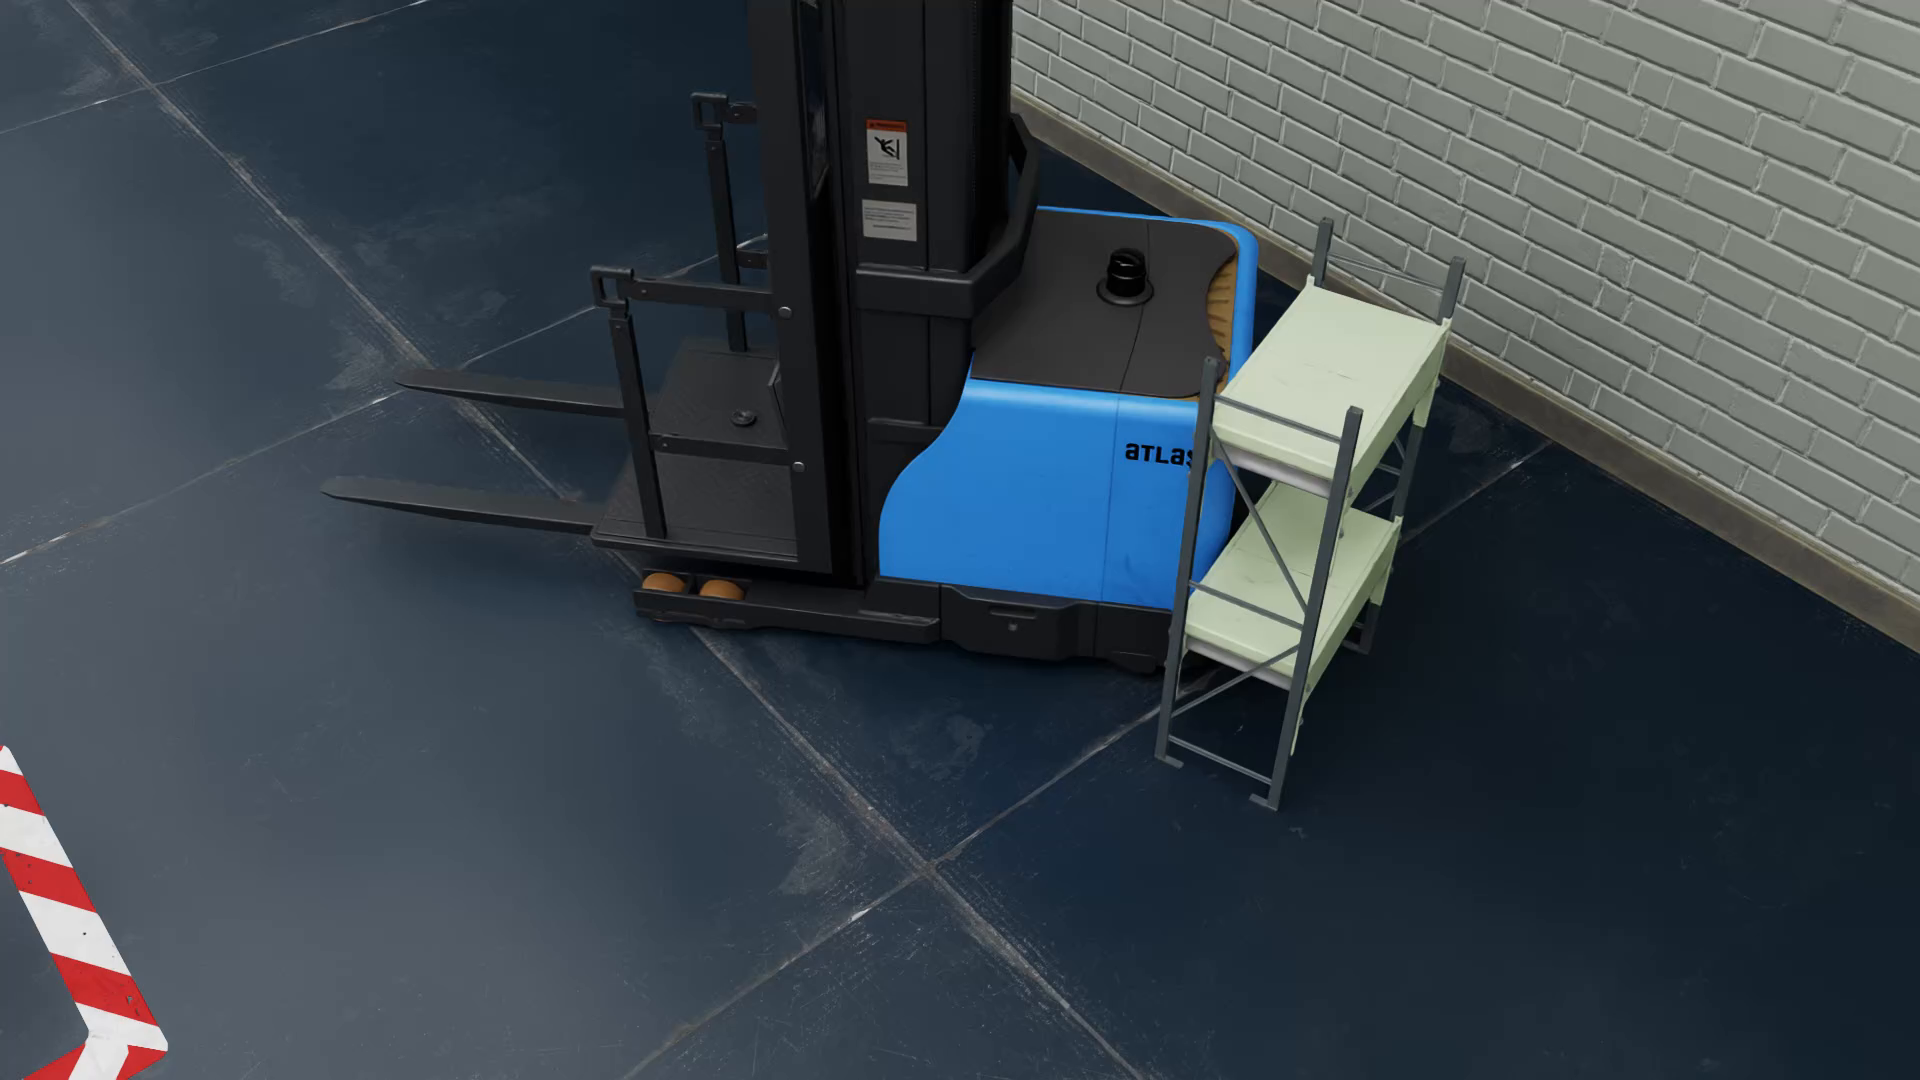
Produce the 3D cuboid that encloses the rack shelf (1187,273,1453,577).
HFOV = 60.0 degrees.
[{"bbox_3d":[0.956,-0.321,4.427,0.431,0.370,0.720,22,48,22],"label":"rack shelf"}]

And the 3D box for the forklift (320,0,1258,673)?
[{"bbox_3d":[-0.612,-1.127,4.809,3.031,2.935,1.130,7,44,7],"label":"forklift"}]

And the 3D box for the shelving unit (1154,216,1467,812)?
[{"bbox_3d":[0.956,-0.037,4.694,0.431,1.500,0.755,22,48,22],"label":"shelving unit"}]

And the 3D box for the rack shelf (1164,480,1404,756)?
[{"bbox_3d":[0.956,0.201,4.917,0.431,0.370,0.720,22,48,22],"label":"rack shelf"}]

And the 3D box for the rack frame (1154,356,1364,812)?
[{"bbox_3d":[0.767,0.178,4.465,0.400,1.500,0.023,22,48,22],"label":"rack frame"}]

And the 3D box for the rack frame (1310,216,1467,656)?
[{"bbox_3d":[1.146,-0.251,4.922,0.400,1.500,0.023,22,48,22],"label":"rack frame"}]
